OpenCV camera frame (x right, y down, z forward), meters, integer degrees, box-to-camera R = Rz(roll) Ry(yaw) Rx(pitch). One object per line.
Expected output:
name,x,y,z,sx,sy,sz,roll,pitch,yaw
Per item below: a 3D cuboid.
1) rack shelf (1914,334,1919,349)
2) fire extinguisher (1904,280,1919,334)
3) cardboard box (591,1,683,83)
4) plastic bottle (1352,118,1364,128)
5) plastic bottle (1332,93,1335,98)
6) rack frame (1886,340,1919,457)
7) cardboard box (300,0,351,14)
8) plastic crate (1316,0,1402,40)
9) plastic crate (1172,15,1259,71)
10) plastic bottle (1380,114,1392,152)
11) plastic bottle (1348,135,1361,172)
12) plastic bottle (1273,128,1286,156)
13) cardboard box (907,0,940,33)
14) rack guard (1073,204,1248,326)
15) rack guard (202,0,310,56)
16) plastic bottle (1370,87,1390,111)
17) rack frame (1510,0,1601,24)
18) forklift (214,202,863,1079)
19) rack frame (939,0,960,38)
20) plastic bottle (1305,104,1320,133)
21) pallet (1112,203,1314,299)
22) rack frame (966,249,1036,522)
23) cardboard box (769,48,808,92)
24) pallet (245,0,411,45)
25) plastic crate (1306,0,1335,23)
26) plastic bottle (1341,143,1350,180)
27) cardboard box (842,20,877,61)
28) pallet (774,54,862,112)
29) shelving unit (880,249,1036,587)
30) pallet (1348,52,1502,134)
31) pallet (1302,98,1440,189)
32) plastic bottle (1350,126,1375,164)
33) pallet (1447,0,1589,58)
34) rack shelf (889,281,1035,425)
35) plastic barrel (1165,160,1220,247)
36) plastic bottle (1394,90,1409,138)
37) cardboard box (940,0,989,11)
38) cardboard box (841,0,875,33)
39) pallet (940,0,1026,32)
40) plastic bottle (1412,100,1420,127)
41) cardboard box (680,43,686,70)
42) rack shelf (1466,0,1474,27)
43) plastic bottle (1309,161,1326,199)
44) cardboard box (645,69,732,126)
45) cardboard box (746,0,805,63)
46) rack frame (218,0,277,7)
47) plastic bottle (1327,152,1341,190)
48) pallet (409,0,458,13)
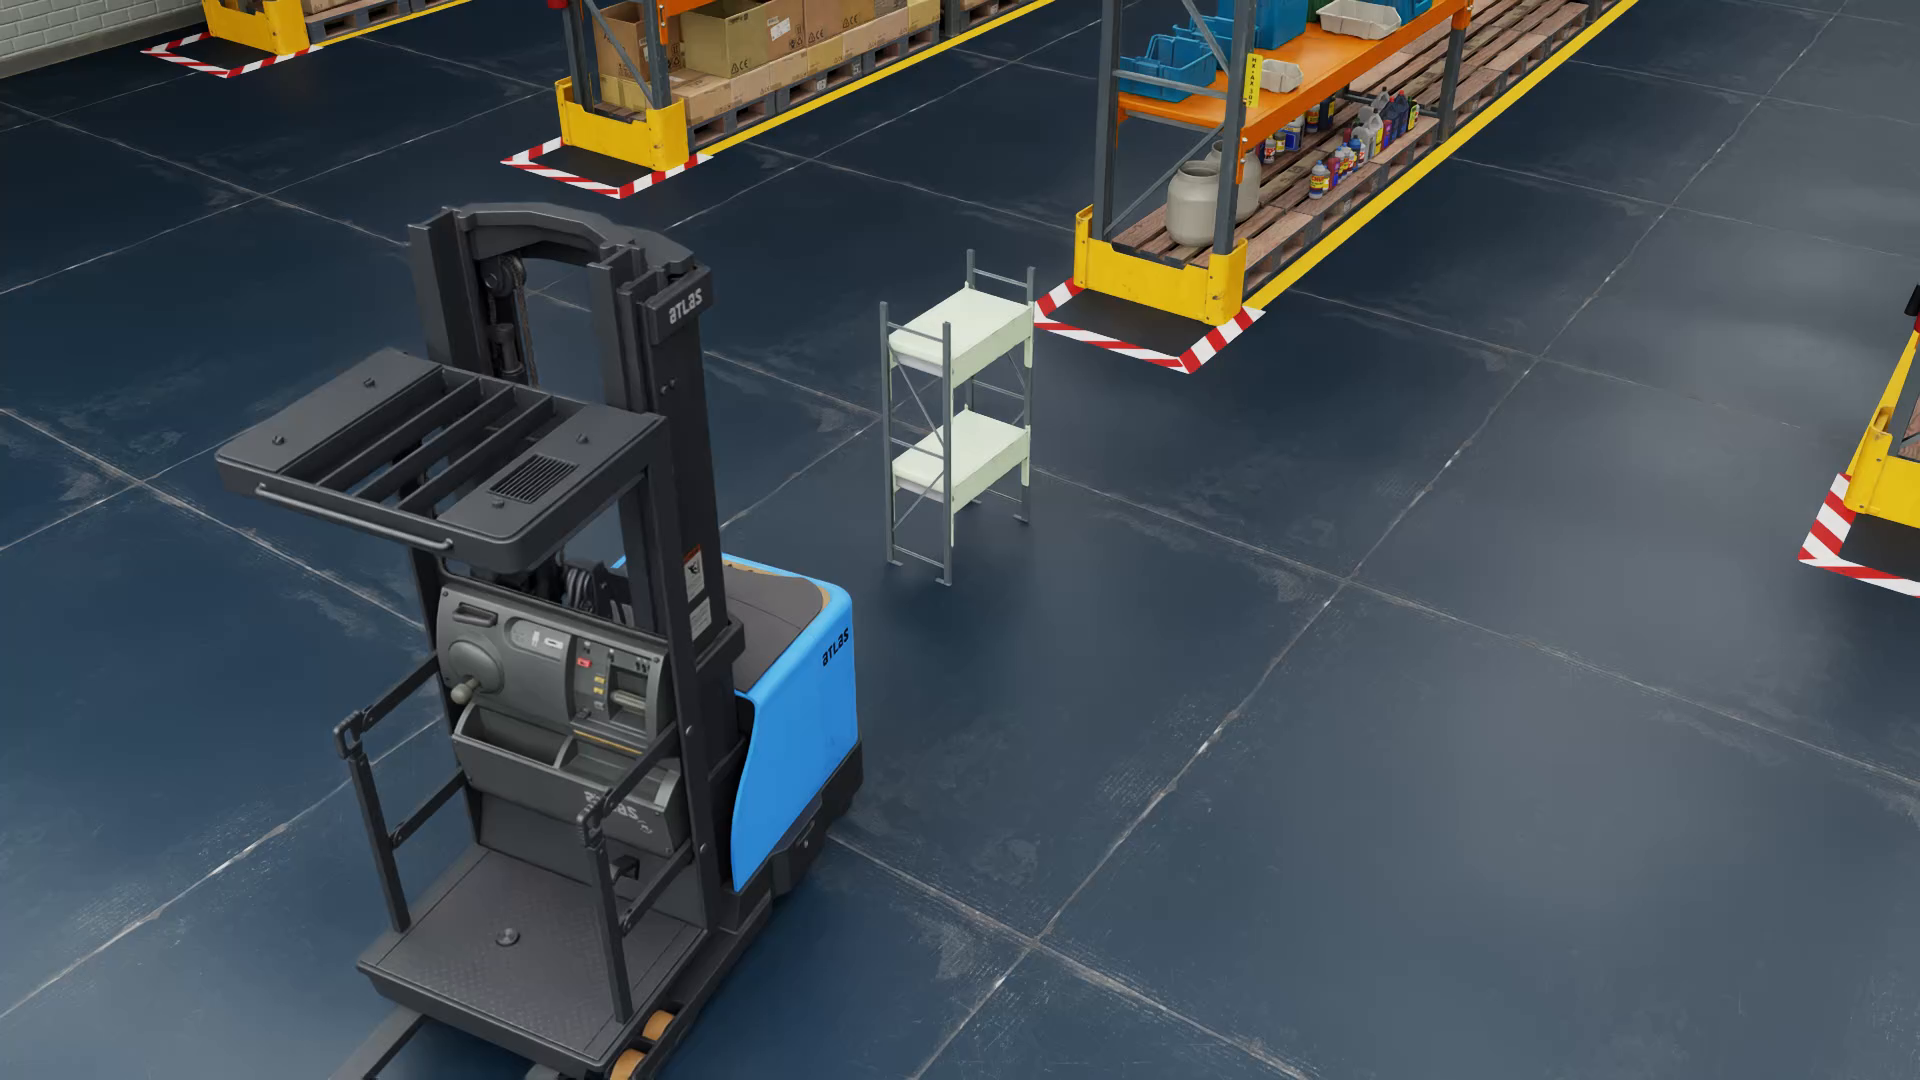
rack shelf,6.545,-1.904,9.706,1.077,0.370,4.000,21,39,28
fire extinguisher,4.961,-1.344,8.305,0.296,0.674,0.183,21,39,28
cardboard box,-2.670,-4.135,13.773,0.500,0.500,0.500,21,39,28
plastic bottle,3.094,-3.157,12.948,0.061,0.283,0.133,21,39,28
plastic bottle,3.001,-3.564,13.550,0.061,0.283,0.133,21,39,28
rack frame,5.405,-1.282,8.143,1.000,3.000,0.127,21,39,28
cardboard box,-6.335,-5.386,16.220,0.500,0.311,0.500,17,37,23
plastic crate,2.899,-3.767,12.054,0.530,0.136,0.437,21,39,28
plastic crate,1.750,-3.425,11.445,0.499,0.251,0.408,21,39,28
plastic bottle,3.318,-3.196,13.007,0.061,0.283,0.133,24,41,31
plastic bottle,2.994,-2.948,12.649,0.097,0.271,0.097,0,34,0
plastic bottle,2.483,-3.102,12.940,0.097,0.201,0.097,0,34,0
cardboard box,-0.536,-5.040,15.781,0.500,0.250,0.500,21,39,28
rack guard,1.340,-1.878,11.257,1.175,0.500,0.348,21,39,28
rack guard,-6.760,-5.028,15.914,1.175,0.500,0.348,21,39,28
plastic bottle,3.368,-3.447,13.317,0.144,0.351,0.185,21,39,28
rack frame,5.897,-6.545,15.927,1.000,3.000,0.127,21,39,28
forklift,-1.506,0.502,5.567,1.130,2.935,3.031,15,37,21
rack frame,-0.451,-6.288,15.547,1.000,3.000,0.127,21,39,28
plastic bottle,2.832,-3.412,13.337,0.097,0.271,0.097,0,34,0
pallet,1.808,-2.131,11.888,1.003,0.211,1.213,21,39,28
rack frame,0.205,-0.787,8.750,0.400,1.500,0.023,21,39,28
cardboard box,-1.675,-4.119,14.419,0.500,0.250,0.500,21,39,28
pallet,-6.267,-5.271,16.531,1.003,0.211,1.213,21,39,28
plastic crate,2.611,-4.082,12.473,0.450,0.188,0.662,21,39,28
plastic bottle,2.878,-2.854,12.512,0.097,0.271,0.097,0,34,0
cardboard box,-1.102,-4.578,15.098,0.500,0.250,0.500,21,39,28
pallet,-1.634,-4.217,14.973,1.003,0.211,1.213,21,39,28
shelving unit,-0.004,-0.618,8.501,0.431,1.500,0.755,21,39,28
pallet,4.032,-3.923,14.538,1.003,0.211,1.213,21,39,28
pallet,3.199,-3.254,13.548,1.003,0.211,1.213,21,39,28
plastic bottle,3.097,-3.060,12.811,0.152,0.276,0.135,22,40,29
pallet,5.424,-5.046,16.199,1.003,0.211,1.213,21,39,28
rack shelf,-0.004,-0.941,8.282,0.431,0.370,0.720,21,39,28
plastic barrel,1.648,-2.334,11.546,0.421,0.512,0.421,0,34,0
plastic bottle,3.486,-3.401,13.249,0.144,0.351,0.185,20,39,27
cardboard box,-0.017,-5.430,16.357,0.500,0.250,0.500,20,39,27
cardboard box,-1.112,-4.893,14.894,0.500,0.500,0.500,21,39,28
pallet,-0.063,-5.485,16.848,1.003,0.211,1.213,21,39,28
plastic bottle,3.666,-3.461,13.471,0.097,0.201,0.097,0,34,0
cardboard box,-2.393,-4.058,14.328,0.500,0.250,0.500,21,39,28
rack shelf,4.757,-5.327,14.767,1.077,0.370,4.000,21,39,28
plastic bottle,2.625,-2.651,12.210,0.097,0.271,0.097,0,34,0
cardboard box,-2.243,-3.658,13.737,0.500,0.250,0.500,21,39,28
cardboard box,-1.685,-4.434,14.215,0.500,0.500,0.500,21,39,28
rack frame,-6.803,-6.028,15.162,1.000,3.000,0.127,21,39,28
plastic bottle,2.770,-2.754,12.352,0.061,0.283,0.133,22,40,29
pallet,-5.571,-5.830,17.358,1.003,0.211,1.213,21,39,28
